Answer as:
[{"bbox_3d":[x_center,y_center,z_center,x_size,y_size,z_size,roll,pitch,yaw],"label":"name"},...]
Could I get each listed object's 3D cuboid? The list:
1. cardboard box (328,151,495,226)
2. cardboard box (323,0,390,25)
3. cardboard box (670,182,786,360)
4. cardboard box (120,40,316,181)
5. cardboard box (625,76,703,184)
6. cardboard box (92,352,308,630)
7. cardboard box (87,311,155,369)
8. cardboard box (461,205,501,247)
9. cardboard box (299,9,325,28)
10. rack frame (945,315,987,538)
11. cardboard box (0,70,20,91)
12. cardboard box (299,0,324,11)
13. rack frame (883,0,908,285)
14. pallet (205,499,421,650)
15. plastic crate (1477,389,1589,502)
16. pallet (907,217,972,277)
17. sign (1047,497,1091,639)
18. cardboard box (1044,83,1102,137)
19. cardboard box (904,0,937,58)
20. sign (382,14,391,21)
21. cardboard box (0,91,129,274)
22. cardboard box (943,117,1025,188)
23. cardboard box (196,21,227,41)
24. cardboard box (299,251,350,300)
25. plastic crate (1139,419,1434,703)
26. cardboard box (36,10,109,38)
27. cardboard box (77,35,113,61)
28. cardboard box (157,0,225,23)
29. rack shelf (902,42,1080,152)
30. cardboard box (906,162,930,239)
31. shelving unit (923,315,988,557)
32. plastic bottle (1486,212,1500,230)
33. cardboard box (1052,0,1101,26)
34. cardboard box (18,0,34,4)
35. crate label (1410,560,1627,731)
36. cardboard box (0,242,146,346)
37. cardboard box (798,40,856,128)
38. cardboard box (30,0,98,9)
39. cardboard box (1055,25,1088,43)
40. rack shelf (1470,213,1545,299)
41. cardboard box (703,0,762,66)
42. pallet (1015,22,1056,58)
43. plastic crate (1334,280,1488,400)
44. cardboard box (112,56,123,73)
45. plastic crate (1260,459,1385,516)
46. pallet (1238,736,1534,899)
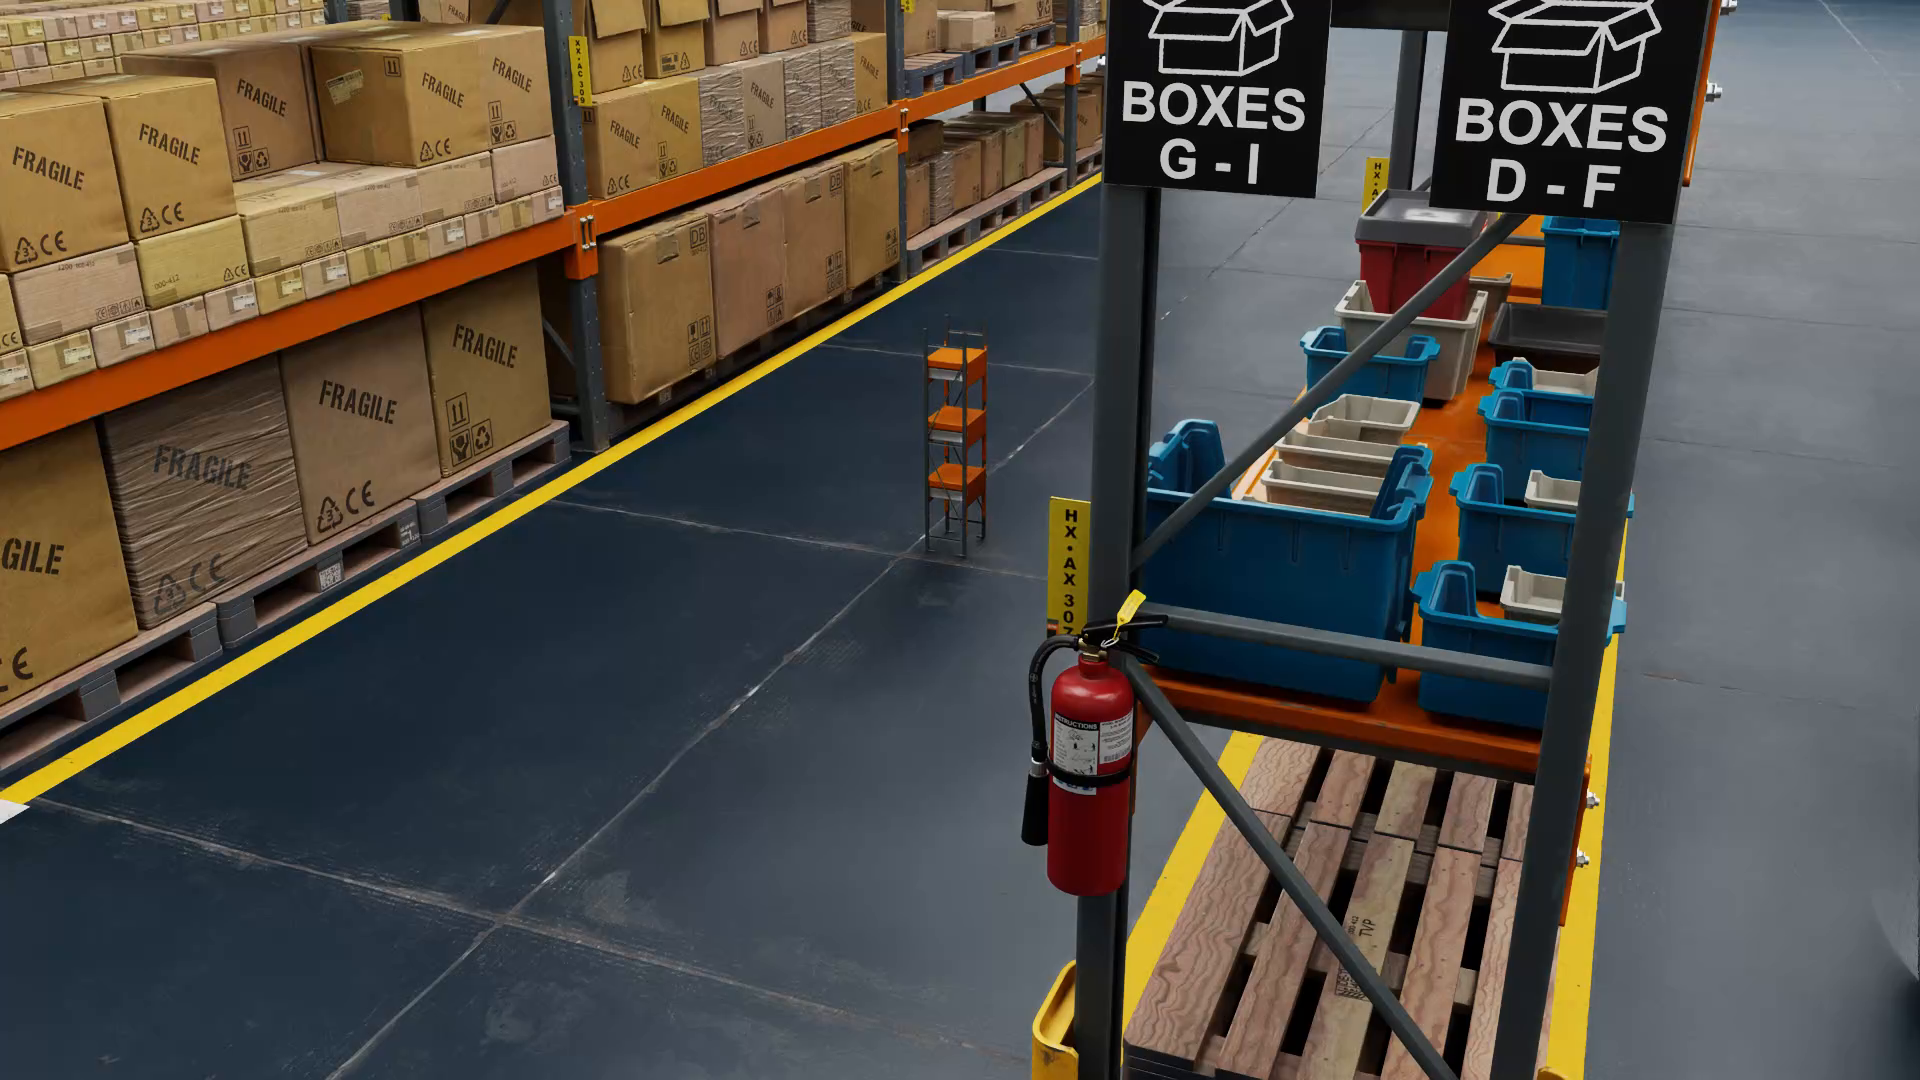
[{"bbox_3d":[-2.474,-1.611,7.524,0.500,0.250,0.500,10,24,22],"label":"cardboard box"},{"bbox_3d":[-5.028,-4.270,13.951,0.500,0.500,0.500,9,24,21],"label":"cardboard box"},{"bbox_3d":[-1.813,-1.689,10.114,1.225,0.875,0.875,8,24,18],"label":"cardboard box"},{"bbox_3d":[-3.158,-1.841,7.102,0.500,0.500,0.500,8,24,18],"label":"cardboard box"},{"bbox_3d":[-1.775,-2.279,9.185,0.500,0.500,0.500,9,24,20],"label":"cardboard box"},{"bbox_3d":[-3.348,-0.272,6.722,0.875,0.875,0.875,9,24,20],"label":"cardboard box"},{"bbox_3d":[-3.126,-0.734,5.941,0.380,0.149,0.250,8,24,19],"label":"cardboard box"},{"bbox_3d":[-2.363,-1.468,7.699,0.380,0.149,0.250,8,24,19],"label":"cardboard box"},{"bbox_3d":[-5.206,-4.075,13.009,0.380,0.149,0.250,9,24,21],"label":"cardboard box"},{"bbox_3d":[0.025,-0.509,7.606,0.200,1.050,0.008,9,24,20],"label":"rack frame"},{"bbox_3d":[-6.260,-2.923,10.638,0.380,0.149,0.250,9,24,21],"label":"cardboard box"},{"bbox_3d":[-5.202,-4.213,12.954,0.380,0.149,0.250,8,24,18],"label":"cardboard box"},{"bbox_3d":[-0.878,-3.355,11.891,1.000,3.000,0.127,9,24,20],"label":"rack frame"},{"bbox_3d":[-3.170,0.062,7.329,1.003,0.211,1.213,9,24,20],"label":"pallet"},{"bbox_3d":[1.636,-0.246,4.587,0.416,0.233,0.300,9,24,20],"label":"plastic crate"},{"bbox_3d":[-0.586,-2.348,13.098,1.003,0.211,1.213,9,24,20],"label":"pallet"},{"bbox_3d":[0.233,0.068,3.483,0.100,0.325,0.005,9,24,20],"label":"sign"},{"bbox_3d":[1.157,-4.404,17.100,0.500,0.500,0.500,7,24,15],"label":"cardboard box"},{"bbox_3d":[-0.600,-4.008,12.780,0.700,0.500,0.500,13,26,28],"label":"cardboard box"},{"bbox_3d":[-2.871,-2.496,8.434,0.100,0.325,0.005,9,24,20],"label":"sign"},{"bbox_3d":[-3.235,-1.219,5.612,0.500,0.500,0.500,8,24,19],"label":"cardboard box"},{"bbox_3d":[0.165,-3.452,14.794,0.700,0.500,0.500,9,24,20],"label":"cardboard box"},{"bbox_3d":[-5.587,-3.706,12.127,0.380,0.149,0.250,9,24,20],"label":"cardboard box"},{"bbox_3d":[-2.745,-1.101,6.821,0.380,0.149,0.250,9,24,21],"label":"cardboard box"},{"bbox_3d":[0.700,0.026,3.673,0.616,0.435,0.499,9,24,20],"label":"plastic crate"},{"bbox_3d":[-5.973,-3.470,11.176,0.380,0.149,0.250,9,24,20],"label":"cardboard box"},{"bbox_3d":[-5.974,-3.336,11.240,0.380,0.149,0.250,10,25,22],"label":"cardboard box"},{"bbox_3d":[-5.585,-3.848,12.080,0.380,0.149,0.250,9,24,20],"label":"cardboard box"},{"bbox_3d":[-0.135,-3.739,13.743,1.077,0.370,4.000,9,24,20],"label":"rack shelf"},{"bbox_3d":[-0.647,-2.648,12.869,0.700,0.500,0.500,7,24,17],"label":"cardboard box"},{"bbox_3d":[-0.020,-0.465,7.502,0.215,1.050,0.252,9,24,20],"label":"shelving unit"},{"bbox_3d":[2.407,-1.547,7.627,0.144,0.351,0.185,9,24,20],"label":"plastic bottle"},{"bbox_3d":[0.833,-5.122,15.606,0.875,0.500,0.500,9,24,20],"label":"cardboard box"},{"bbox_3d":[-9.366,-5.322,16.381,0.380,0.149,0.250,10,25,23],"label":"cardboard box"},{"bbox_3d":[1.147,0.225,3.459,0.416,0.233,0.303,9,24,20],"label":"crate label"},{"bbox_3d":[-3.233,-0.881,5.775,0.500,0.250,0.500,8,24,19],"label":"cardboard box"},{"bbox_3d":[-1.021,-3.012,10.939,0.500,0.500,0.500,9,24,20],"label":"cardboard box"},{"bbox_3d":[-6.380,-3.757,11.862,0.380,0.149,0.250,8,24,19],"label":"cardboard box"},{"bbox_3d":[0.967,-4.705,15.448,0.380,0.149,0.250,9,24,20],"label":"cardboard box"},{"bbox_3d":[2.978,-1.599,8.619,1.077,0.370,4.000,9,24,20],"label":"rack shelf"},{"bbox_3d":[-1.652,-3.131,9.924,0.797,0.503,0.637,10,25,22],"label":"cardboard box"},{"bbox_3d":[0.189,-4.446,14.750,1.003,0.211,1.213,9,24,20],"label":"pallet"},{"bbox_3d":[1.497,-0.668,5.533,0.437,0.282,0.530,9,24,20],"label":"plastic crate"},{"bbox_3d":[-5.878,-3.291,11.519,0.380,0.149,0.250,8,24,19],"label":"cardboard box"},{"bbox_3d":[1.005,-0.109,4.383,0.396,0.136,0.243,9,24,20],"label":"plastic crate"},{"bbox_3d":[1.546,0.779,5.612,1.003,0.211,1.213,9,24,20],"label":"pallet"}]
